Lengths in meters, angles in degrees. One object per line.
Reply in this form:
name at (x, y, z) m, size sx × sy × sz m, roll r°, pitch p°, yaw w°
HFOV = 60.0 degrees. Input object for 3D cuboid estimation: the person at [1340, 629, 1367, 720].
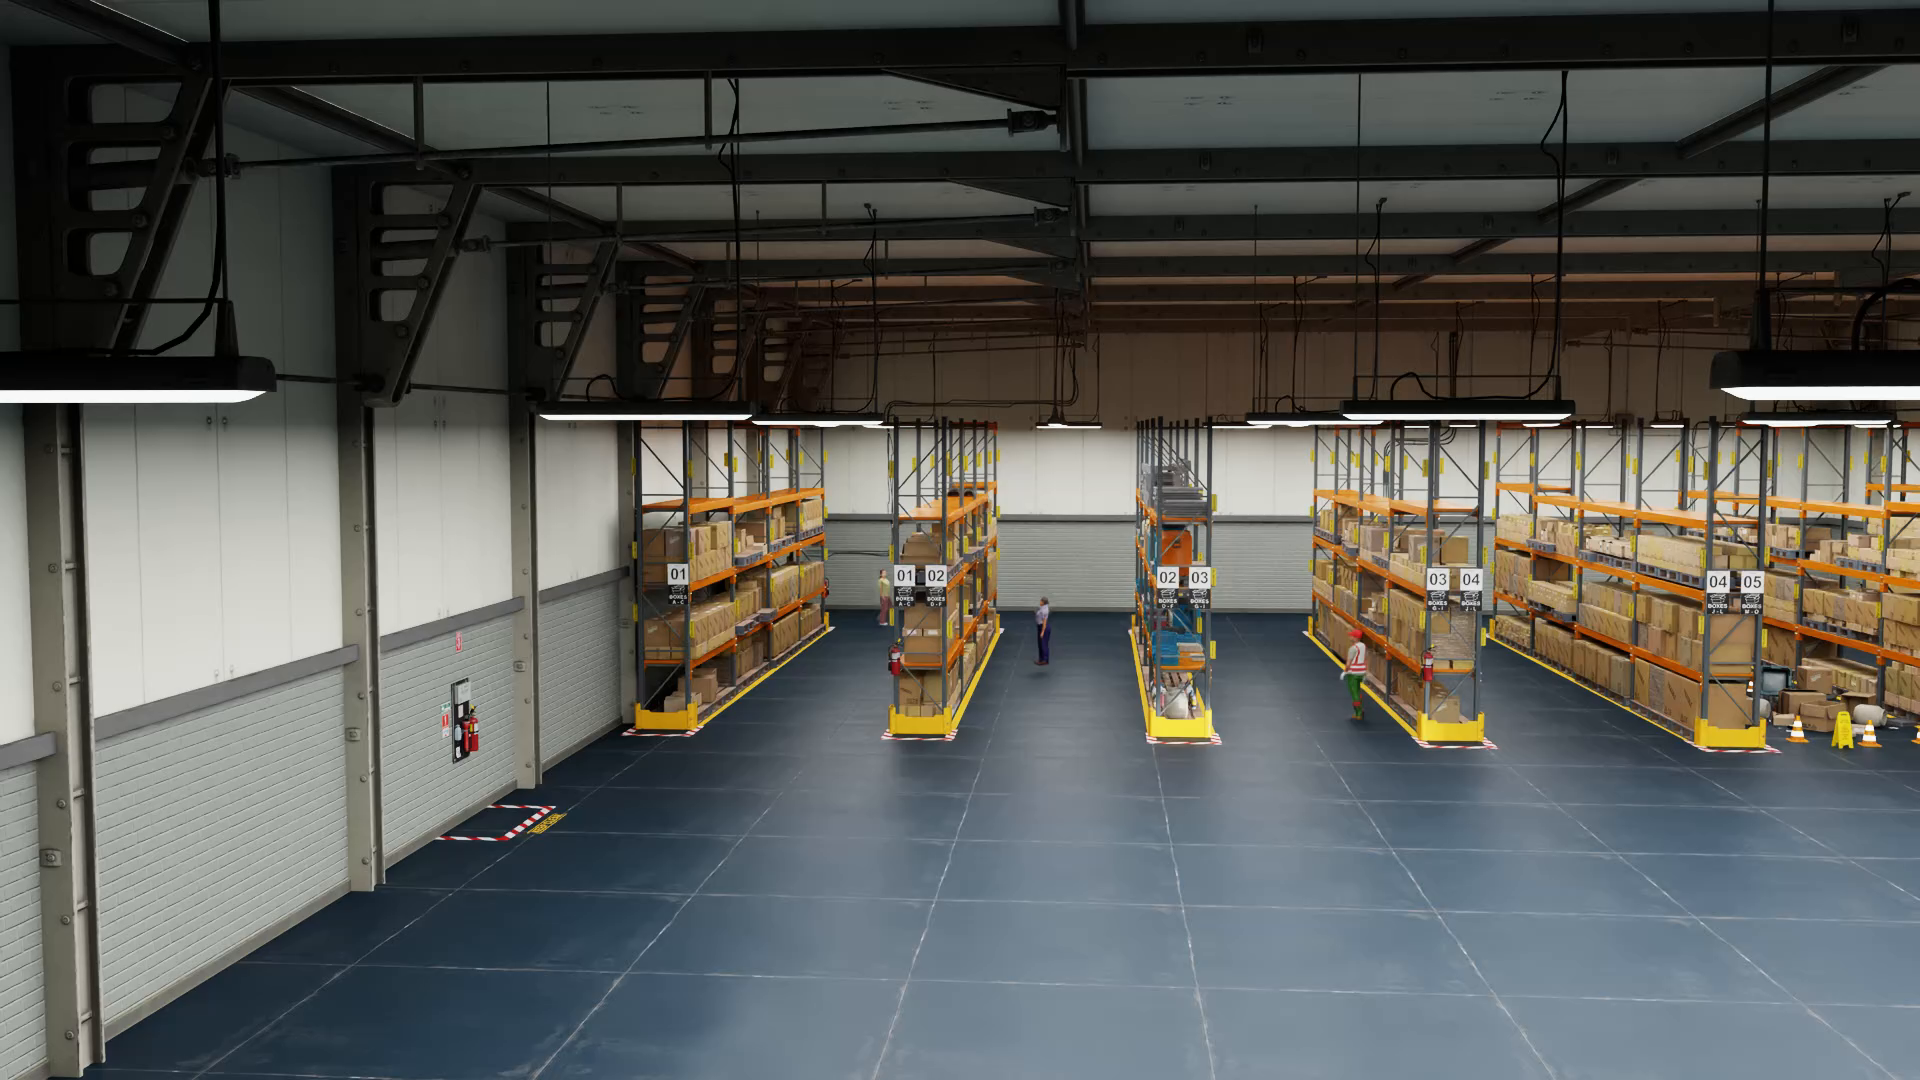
person at (7.835, 2.677, 33.043) m, size 0.576 × 1.831 × 0.468 m, roll -2°, pitch 4°, yaw -31°

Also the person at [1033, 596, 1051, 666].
person at (1.972, 2.163, 39.796) m, size 0.406 × 1.646 × 0.544 m, roll 0°, pitch 4°, yaw -4°

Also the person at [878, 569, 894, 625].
person at (-2.181, 1.683, 48.868) m, size 0.470 × 1.655 × 0.480 m, roll 1°, pitch 4°, yaw 11°
